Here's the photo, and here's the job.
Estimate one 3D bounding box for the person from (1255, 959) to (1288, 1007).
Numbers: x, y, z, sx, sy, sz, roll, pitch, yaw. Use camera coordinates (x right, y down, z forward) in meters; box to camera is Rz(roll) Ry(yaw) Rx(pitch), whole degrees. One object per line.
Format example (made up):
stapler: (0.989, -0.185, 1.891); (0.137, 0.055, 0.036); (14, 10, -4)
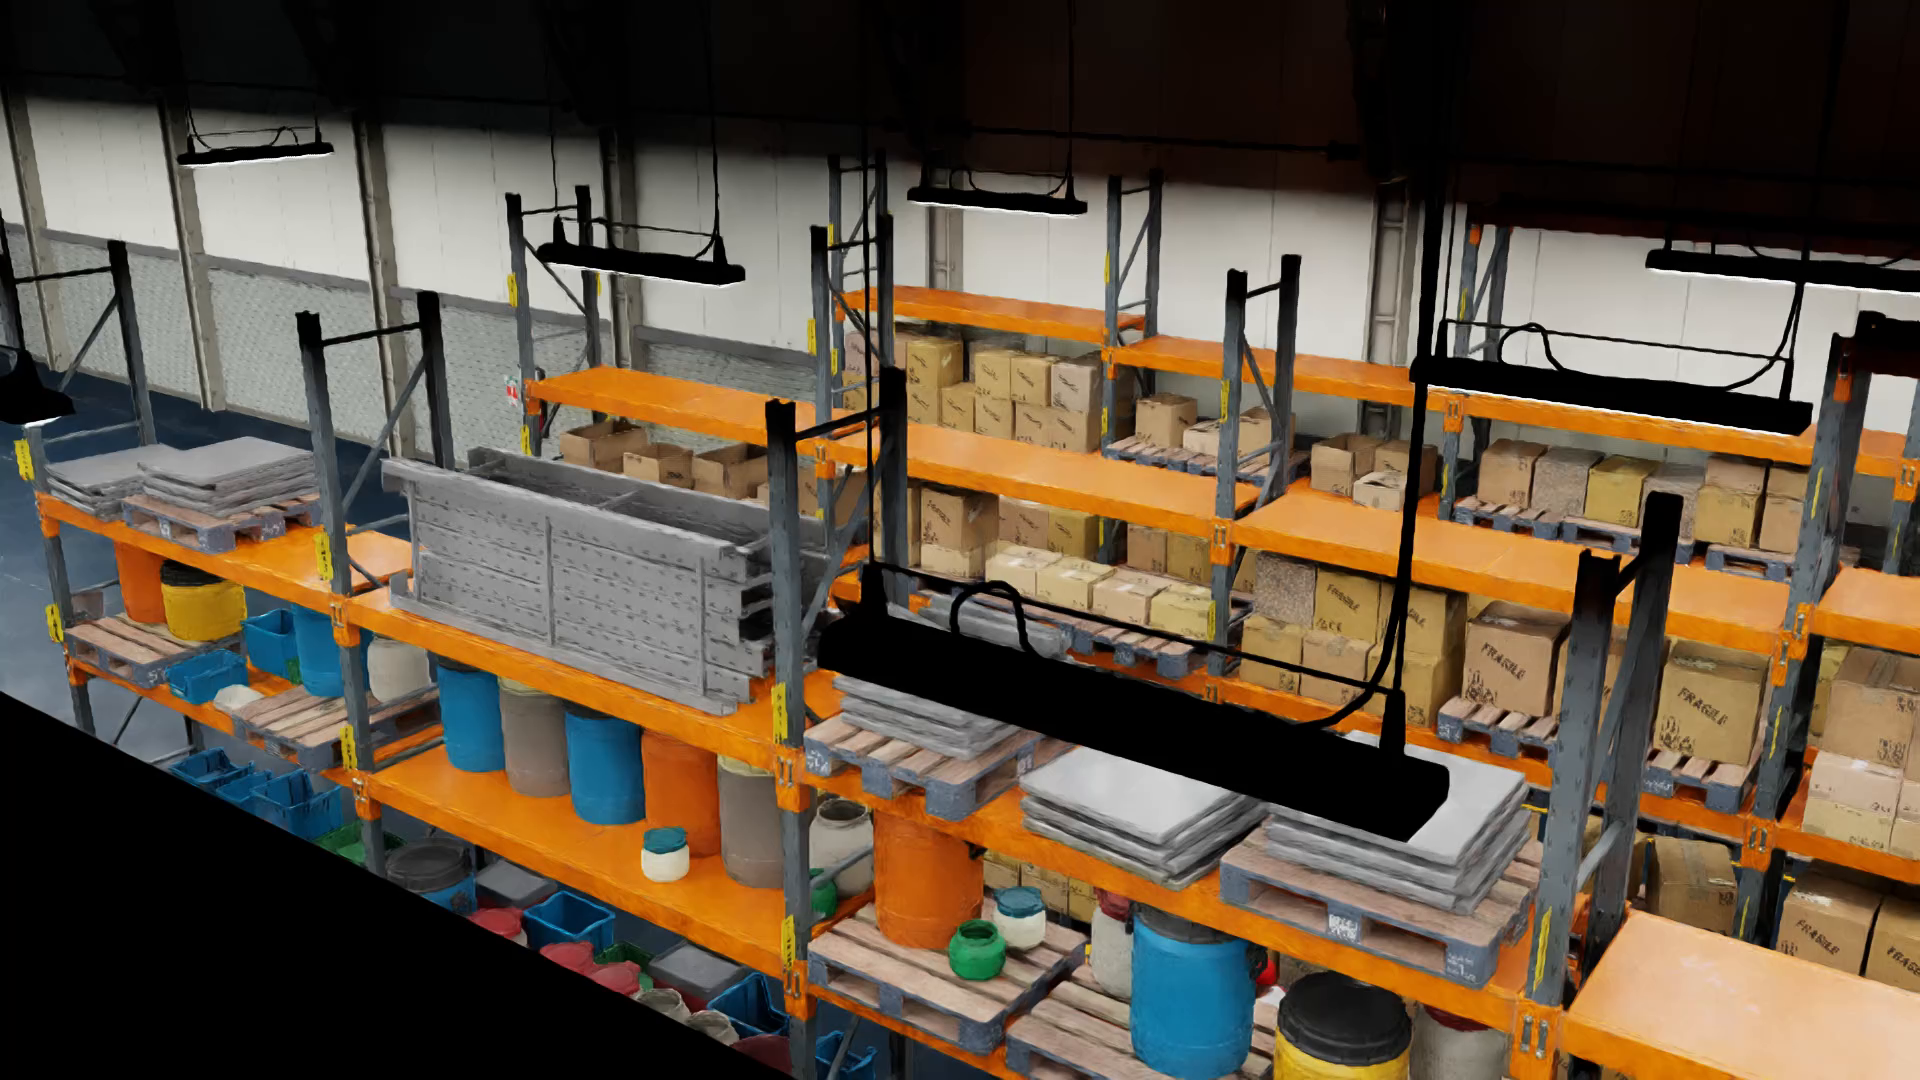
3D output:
person: (2.071, 3.639, 11.501); (1.123, 1.709, 0.553); (14, 23, 36)
